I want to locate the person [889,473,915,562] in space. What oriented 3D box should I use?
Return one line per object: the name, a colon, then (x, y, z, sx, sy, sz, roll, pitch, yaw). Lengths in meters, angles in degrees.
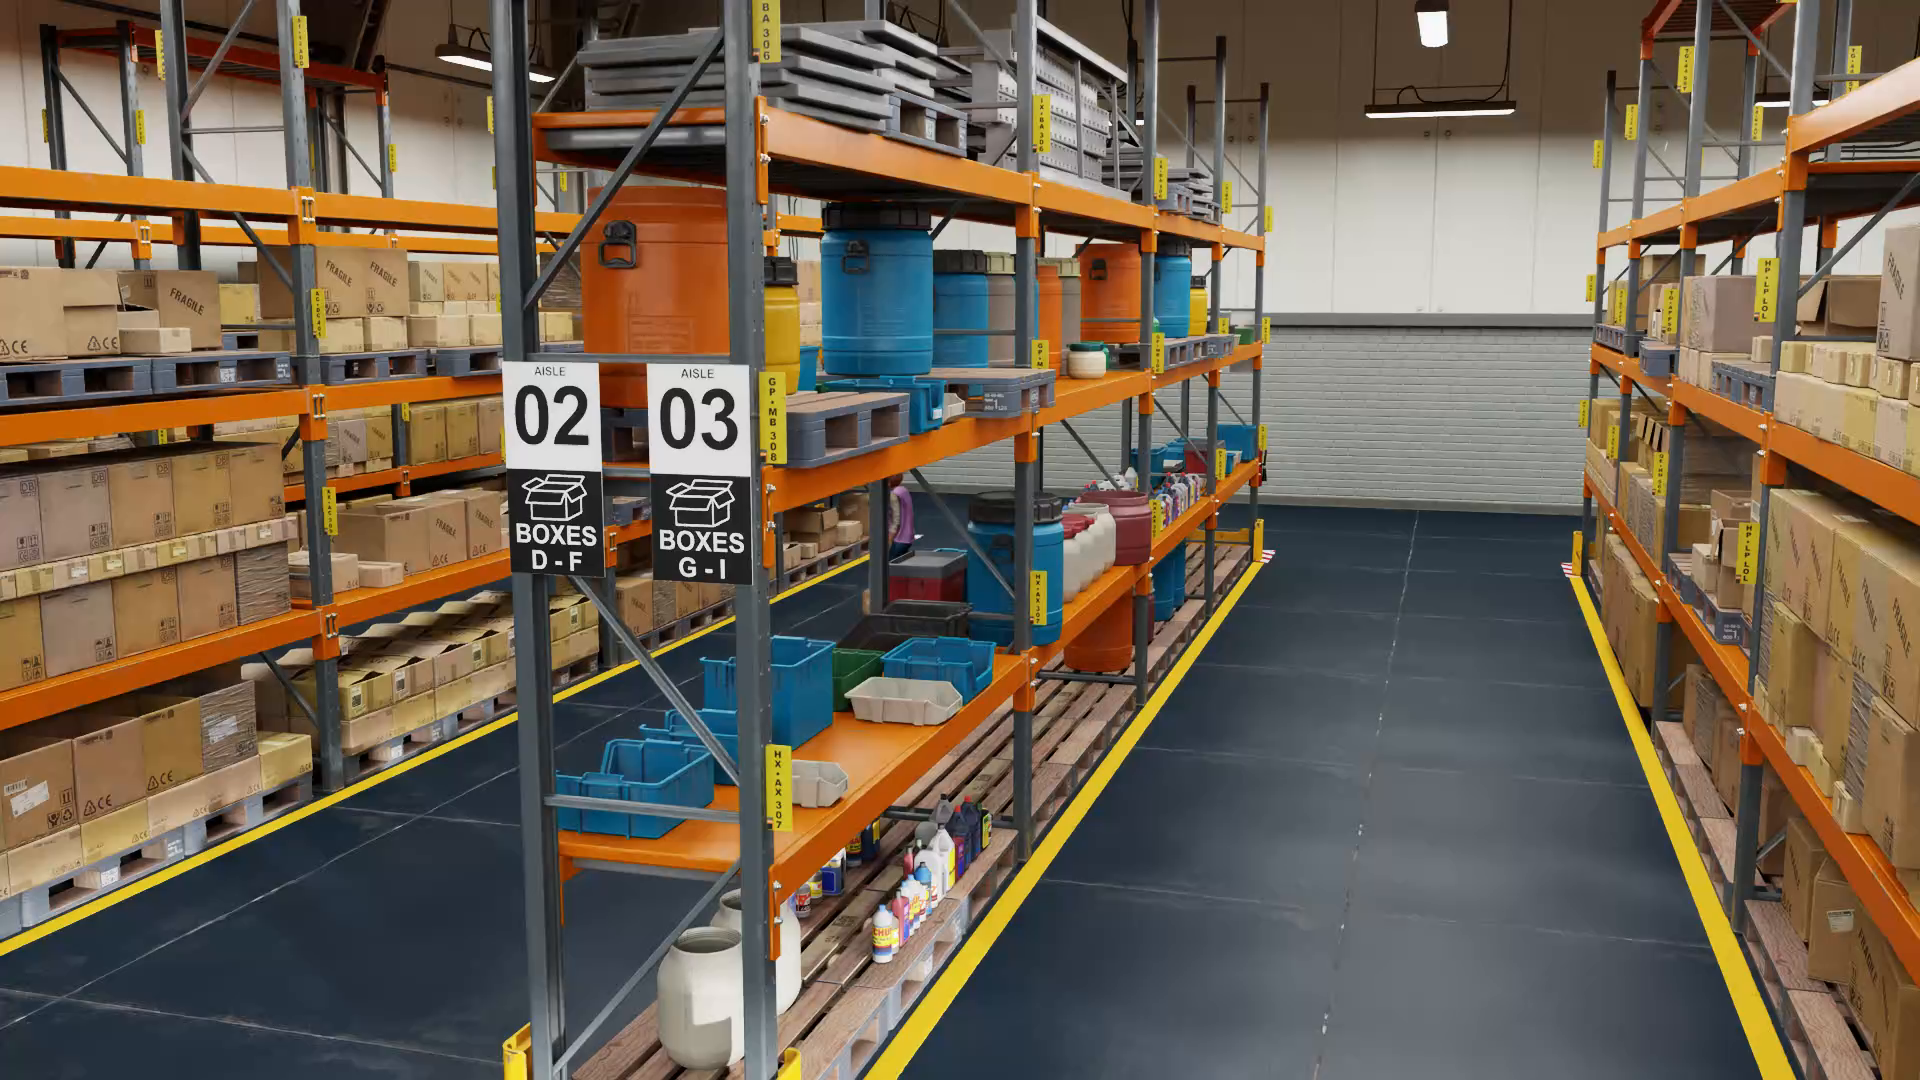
person: (-0.661, 0.007, 17.830, 0.339, 1.593, 0.462, 2, 9, 14)
